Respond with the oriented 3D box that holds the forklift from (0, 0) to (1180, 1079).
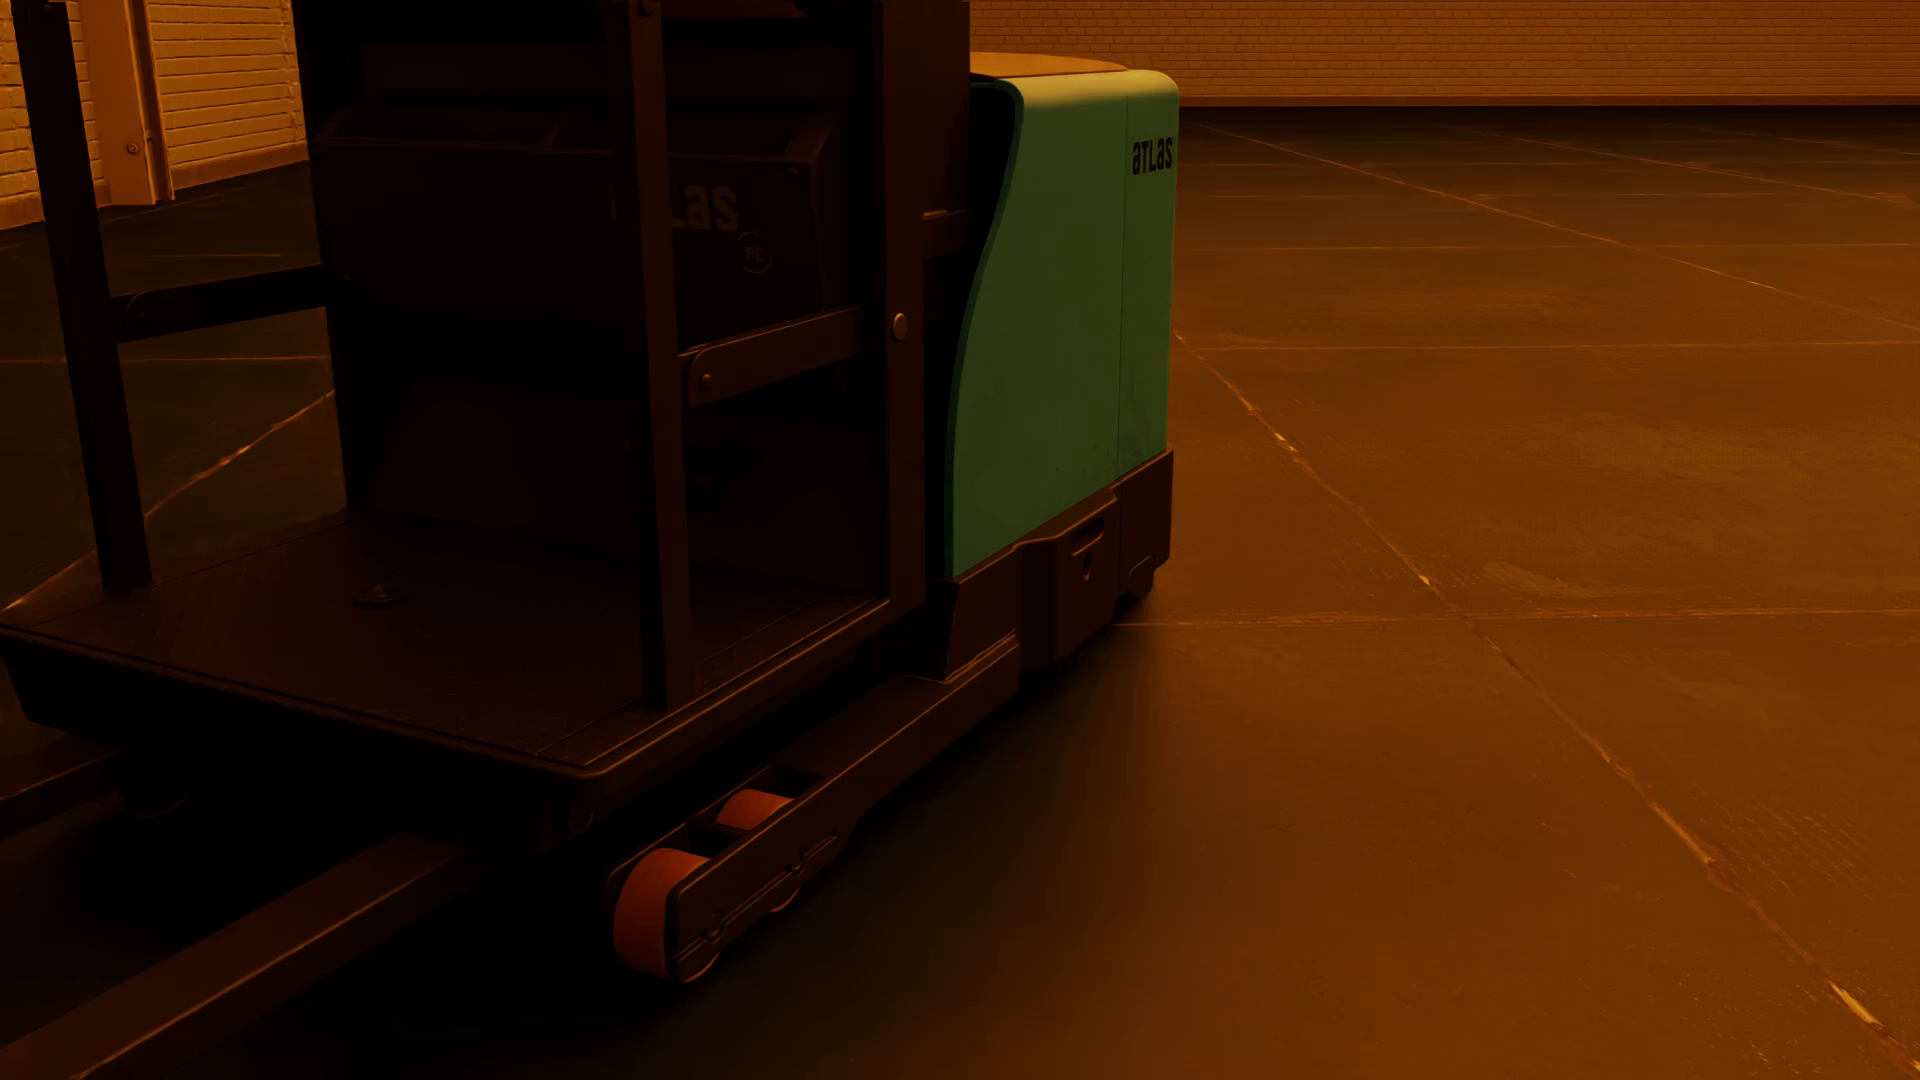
[{"bbox_3d":[-0.673,-0.992,2.151,1.130,2.935,3.031,9,19,26],"label":"forklift"}]
